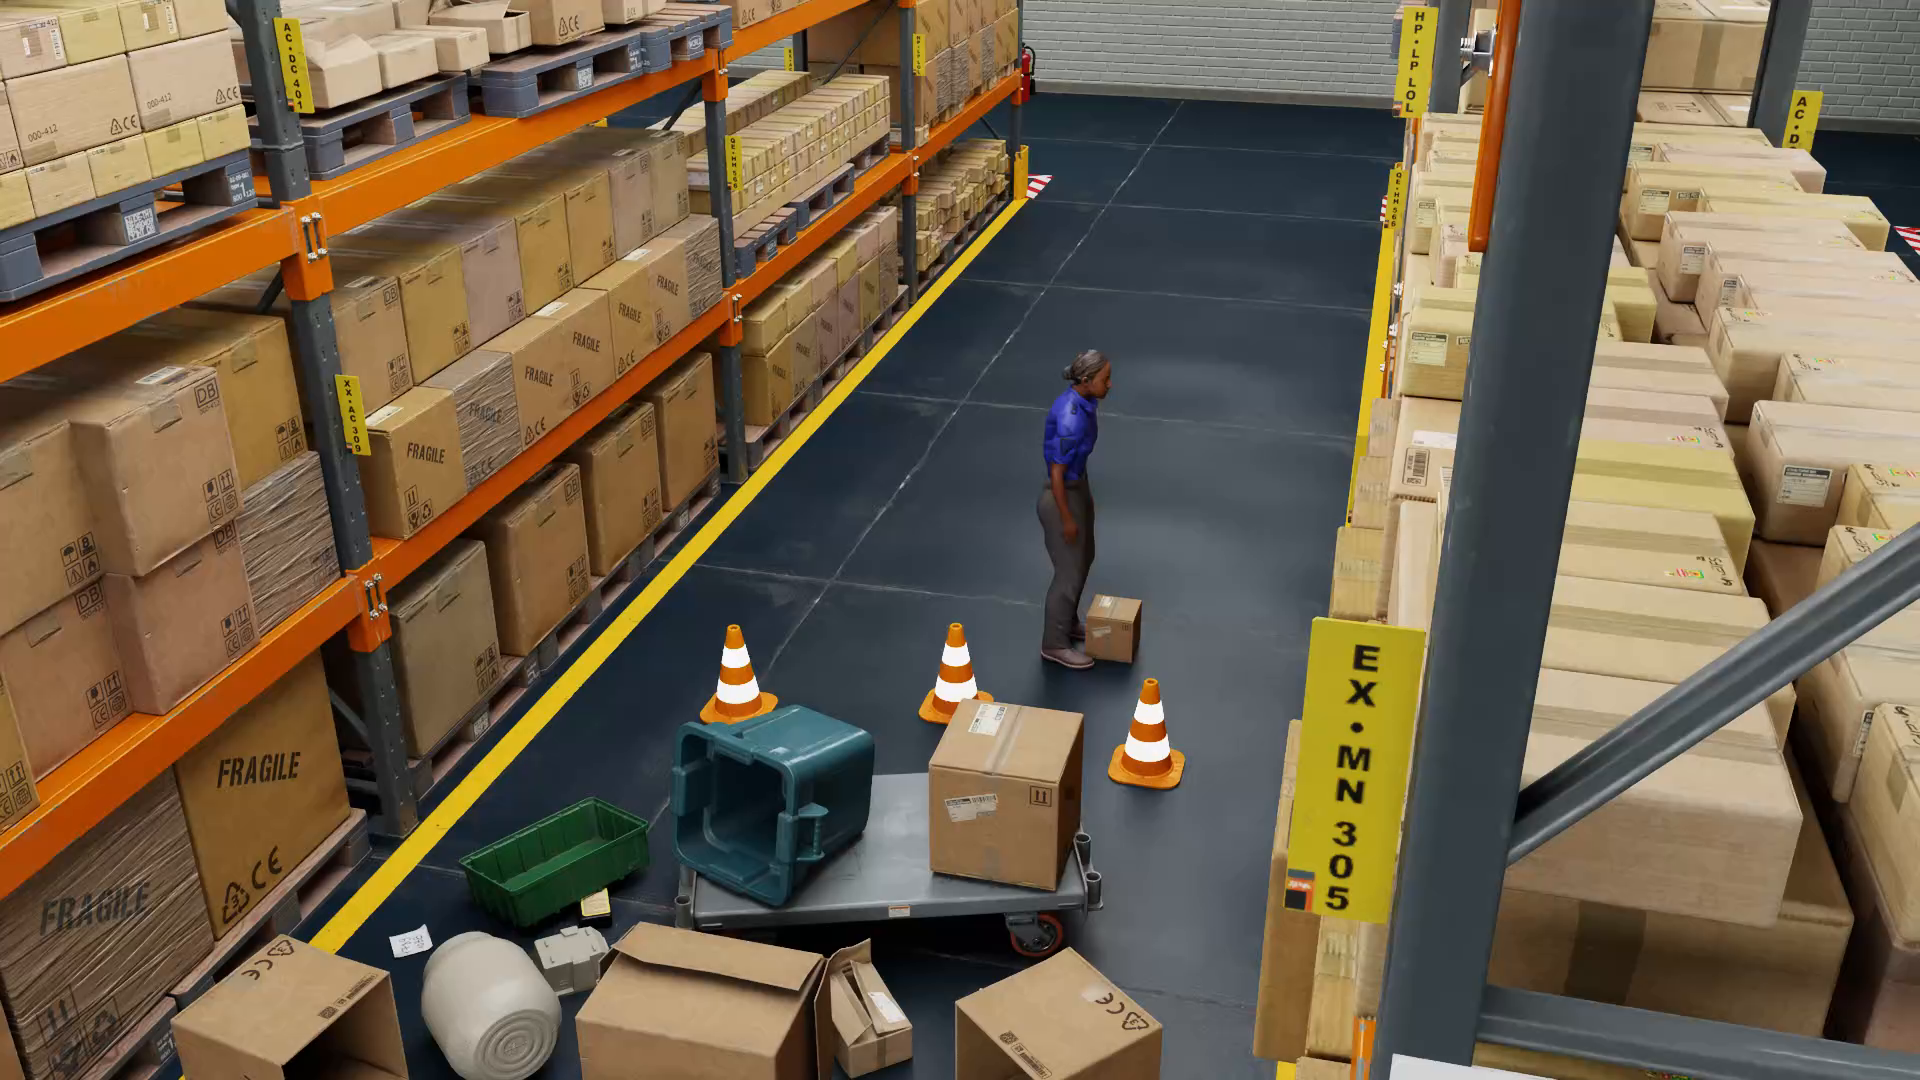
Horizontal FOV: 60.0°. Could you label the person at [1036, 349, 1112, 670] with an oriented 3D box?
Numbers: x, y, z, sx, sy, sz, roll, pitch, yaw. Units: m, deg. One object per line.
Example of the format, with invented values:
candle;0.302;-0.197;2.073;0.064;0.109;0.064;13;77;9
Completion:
person;0.578;-0.178;8.506;0.348;1.640;0.504;6;26;13
